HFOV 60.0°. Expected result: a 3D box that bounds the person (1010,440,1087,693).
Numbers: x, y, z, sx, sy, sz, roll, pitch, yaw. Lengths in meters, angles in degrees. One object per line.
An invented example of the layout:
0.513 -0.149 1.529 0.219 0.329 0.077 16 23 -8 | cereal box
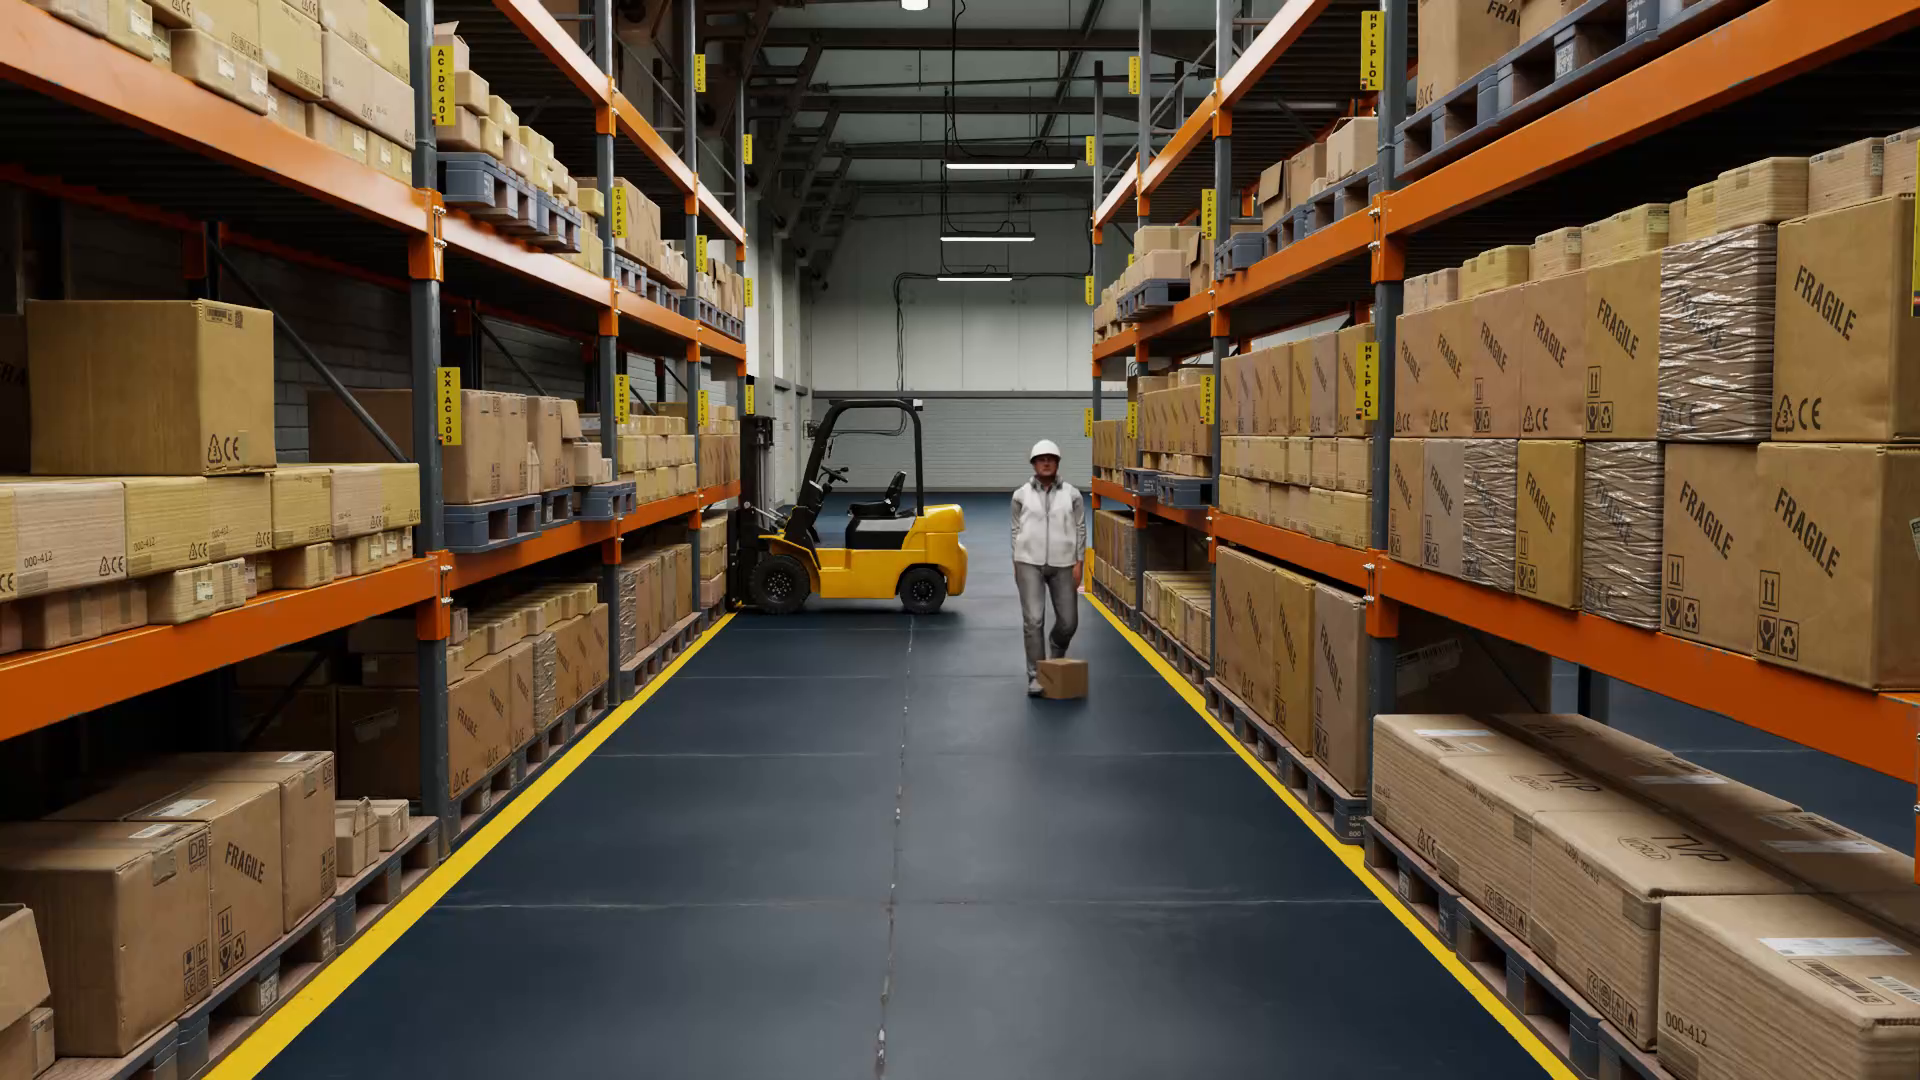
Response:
0.623 0.168 11.733 0.536 1.748 0.736 0 4 0 | person
